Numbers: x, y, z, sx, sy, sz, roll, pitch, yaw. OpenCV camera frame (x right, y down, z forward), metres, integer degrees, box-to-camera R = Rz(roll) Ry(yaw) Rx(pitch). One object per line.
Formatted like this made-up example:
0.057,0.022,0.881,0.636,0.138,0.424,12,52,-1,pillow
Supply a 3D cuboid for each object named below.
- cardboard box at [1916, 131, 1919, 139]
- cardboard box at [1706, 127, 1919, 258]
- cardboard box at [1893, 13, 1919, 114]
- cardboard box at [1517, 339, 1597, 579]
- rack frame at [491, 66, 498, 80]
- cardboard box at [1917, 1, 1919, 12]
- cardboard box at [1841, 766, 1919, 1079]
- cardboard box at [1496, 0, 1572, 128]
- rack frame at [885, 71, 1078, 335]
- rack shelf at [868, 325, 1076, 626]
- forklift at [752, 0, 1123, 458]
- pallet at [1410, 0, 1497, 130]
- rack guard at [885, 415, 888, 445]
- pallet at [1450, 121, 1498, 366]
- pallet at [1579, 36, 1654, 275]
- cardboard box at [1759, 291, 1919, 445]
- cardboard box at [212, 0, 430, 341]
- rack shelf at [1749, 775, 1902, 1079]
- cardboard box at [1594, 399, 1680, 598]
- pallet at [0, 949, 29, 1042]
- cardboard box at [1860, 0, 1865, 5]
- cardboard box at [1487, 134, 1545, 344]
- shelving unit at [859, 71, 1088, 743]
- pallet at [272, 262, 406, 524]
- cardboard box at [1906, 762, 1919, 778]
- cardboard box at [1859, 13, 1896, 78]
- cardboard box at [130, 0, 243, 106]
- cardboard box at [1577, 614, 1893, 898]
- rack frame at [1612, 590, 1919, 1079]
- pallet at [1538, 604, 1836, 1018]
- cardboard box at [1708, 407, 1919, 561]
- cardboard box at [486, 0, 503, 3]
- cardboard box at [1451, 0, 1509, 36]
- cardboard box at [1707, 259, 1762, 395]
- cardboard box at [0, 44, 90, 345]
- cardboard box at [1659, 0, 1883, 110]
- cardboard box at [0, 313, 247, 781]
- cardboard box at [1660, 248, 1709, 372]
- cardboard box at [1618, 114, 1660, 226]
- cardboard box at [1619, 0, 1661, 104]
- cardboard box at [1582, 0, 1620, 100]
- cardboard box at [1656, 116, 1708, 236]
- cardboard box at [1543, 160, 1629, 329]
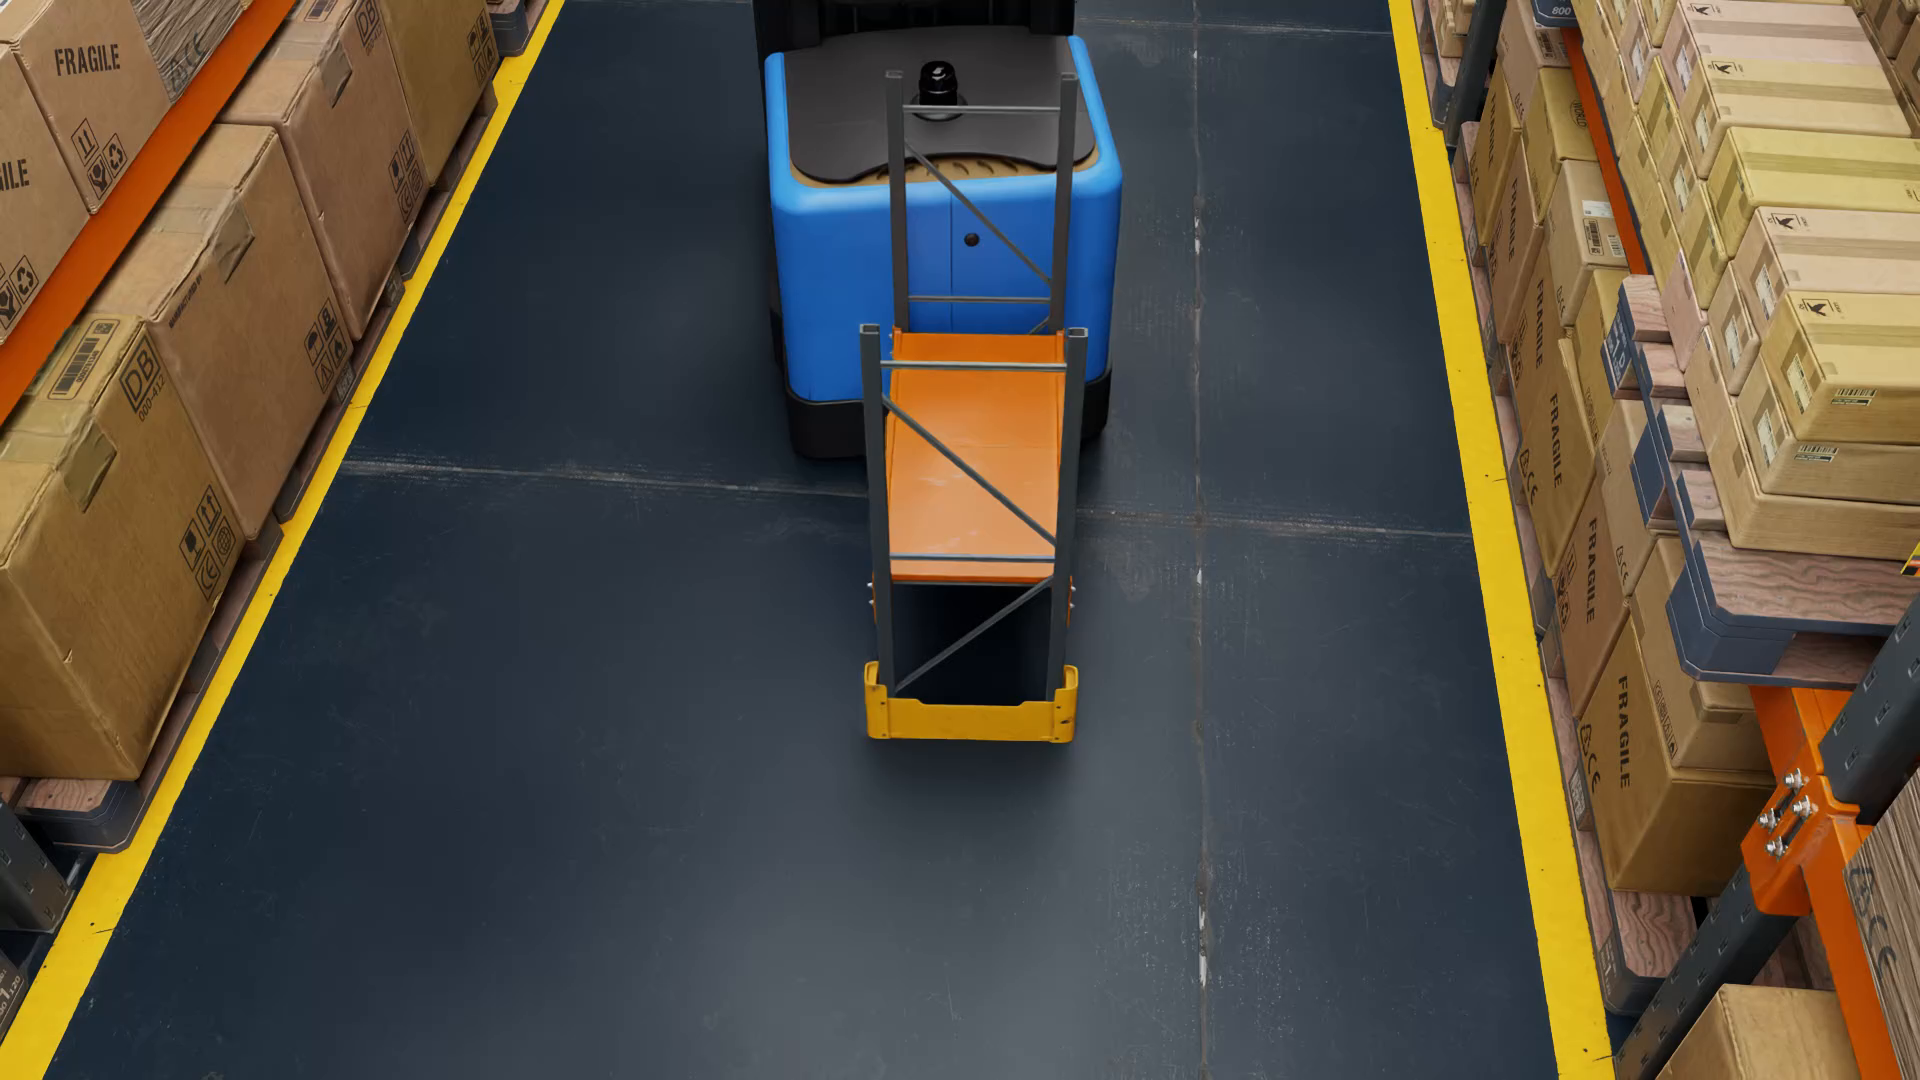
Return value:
2.428,-0.820,3.853,0.380,0.149,0.250,5,48,5,cardboard box
1.730,-0.683,3.325,0.380,0.149,0.250,5,48,5,cardboard box
2.453,-1.103,3.910,0.380,0.149,0.250,3,48,3,cardboard box
1.976,-0.228,4.835,0.500,0.500,0.500,2,48,2,cardboard box
-2.473,-3.005,5.966,1.000,3.000,0.127,4,48,4,rack frame
2.446,-1.208,3.805,0.380,0.149,0.250,5,48,5,cardboard box
1.783,0.620,2.582,0.500,0.500,0.500,4,48,4,cardboard box
2.127,-1.623,5.603,0.500,0.250,0.500,2,48,2,cardboard box
0.057,-0.702,4.876,0.500,1.500,0.032,1,48,1,rack frame
0.043,-0.206,4.665,0.538,0.185,1.000,1,48,1,rack shelf
-0.181,-2.349,5.412,1.130,2.935,3.031,-4,48,-4,forklift
2.483,-2.152,7.075,1.003,0.211,1.213,4,48,4,pallet
0.057,-0.279,5.336,0.587,0.250,0.087,1,48,1,rack guard
2.388,-1.084,6.098,1.003,0.211,1.213,4,48,4,pallet
2.233,-1.051,4.308,1.003,0.211,1.213,4,48,4,pallet
1.681,-0.307,2.980,0.380,0.149,0.250,2,48,2,cardboard box
-2.592,-1.301,5.563,1.225,0.875,0.875,2,48,2,cardboard box
1.911,2.055,1.826,1.077,0.370,4.000,4,48,4,rack shelf
1.929,-0.101,4.211,0.500,0.250,0.500,4,48,4,cardboard box
-2.910,1.450,3.781,1.003,0.211,1.213,4,48,4,pallet
2.501,-1.480,4.255,0.380,0.149,0.250,4,48,4,cardboard box
2.080,-0.981,5.524,0.500,0.500,0.500,6,48,5,cardboard box
0.044,-0.334,4.539,0.587,1.500,1.083,1,48,1,shelving unit
-2.576,-0.593,5.649,1.003,0.211,1.213,4,48,4,pallet
2.397,0.301,3.844,0.500,0.250,0.500,2,48,2,cardboard box
2.479,-1.196,4.196,0.380,0.149,0.250,2,48,2,cardboard box
-2.386,-1.561,4.578,0.500,0.500,0.500,4,48,4,cardboard box
1.893,0.543,4.130,0.500,0.500,0.500,4,48,3,cardboard box
2.093,0.342,2.904,1.000,3.000,0.127,4,48,4,rack frame
2.166,0.709,4.458,1.003,0.211,1.213,4,48,4,pallet
1.680,-0.108,3.202,0.380,0.149,0.250,5,48,4,cardboard box
-2.333,-2.909,7.033,0.875,0.875,0.875,4,48,4,cardboard box
2.170,-2.130,6.611,0.380,0.149,0.250,5,48,4,cardboard box
1.707,-0.405,3.272,0.380,0.149,0.250,5,48,5,cardboard box
-2.477,-0.817,3.897,0.500,0.500,0.500,3,48,2,cardboard box
1.779,-1.057,3.666,0.380,0.149,0.250,4,48,4,cardboard box
-2.754,0.004,4.369,1.225,0.875,0.875,2,48,2,cardboard box
1.728,-0.480,3.542,0.380,0.149,0.250,5,48,4,cardboard box
1.777,-0.860,3.890,0.380,0.149,0.250,2,48,2,cardboard box
1.800,-1.157,3.959,0.380,0.149,0.250,5,48,5,cardboard box
1.824,-1.251,4.247,0.380,0.149,0.250,2,48,2,cardboard box
1.752,-0.782,3.617,0.380,0.149,0.250,4,48,4,cardboard box
2.030,-0.857,4.902,0.500,0.250,0.500,6,48,5,cardboard box
